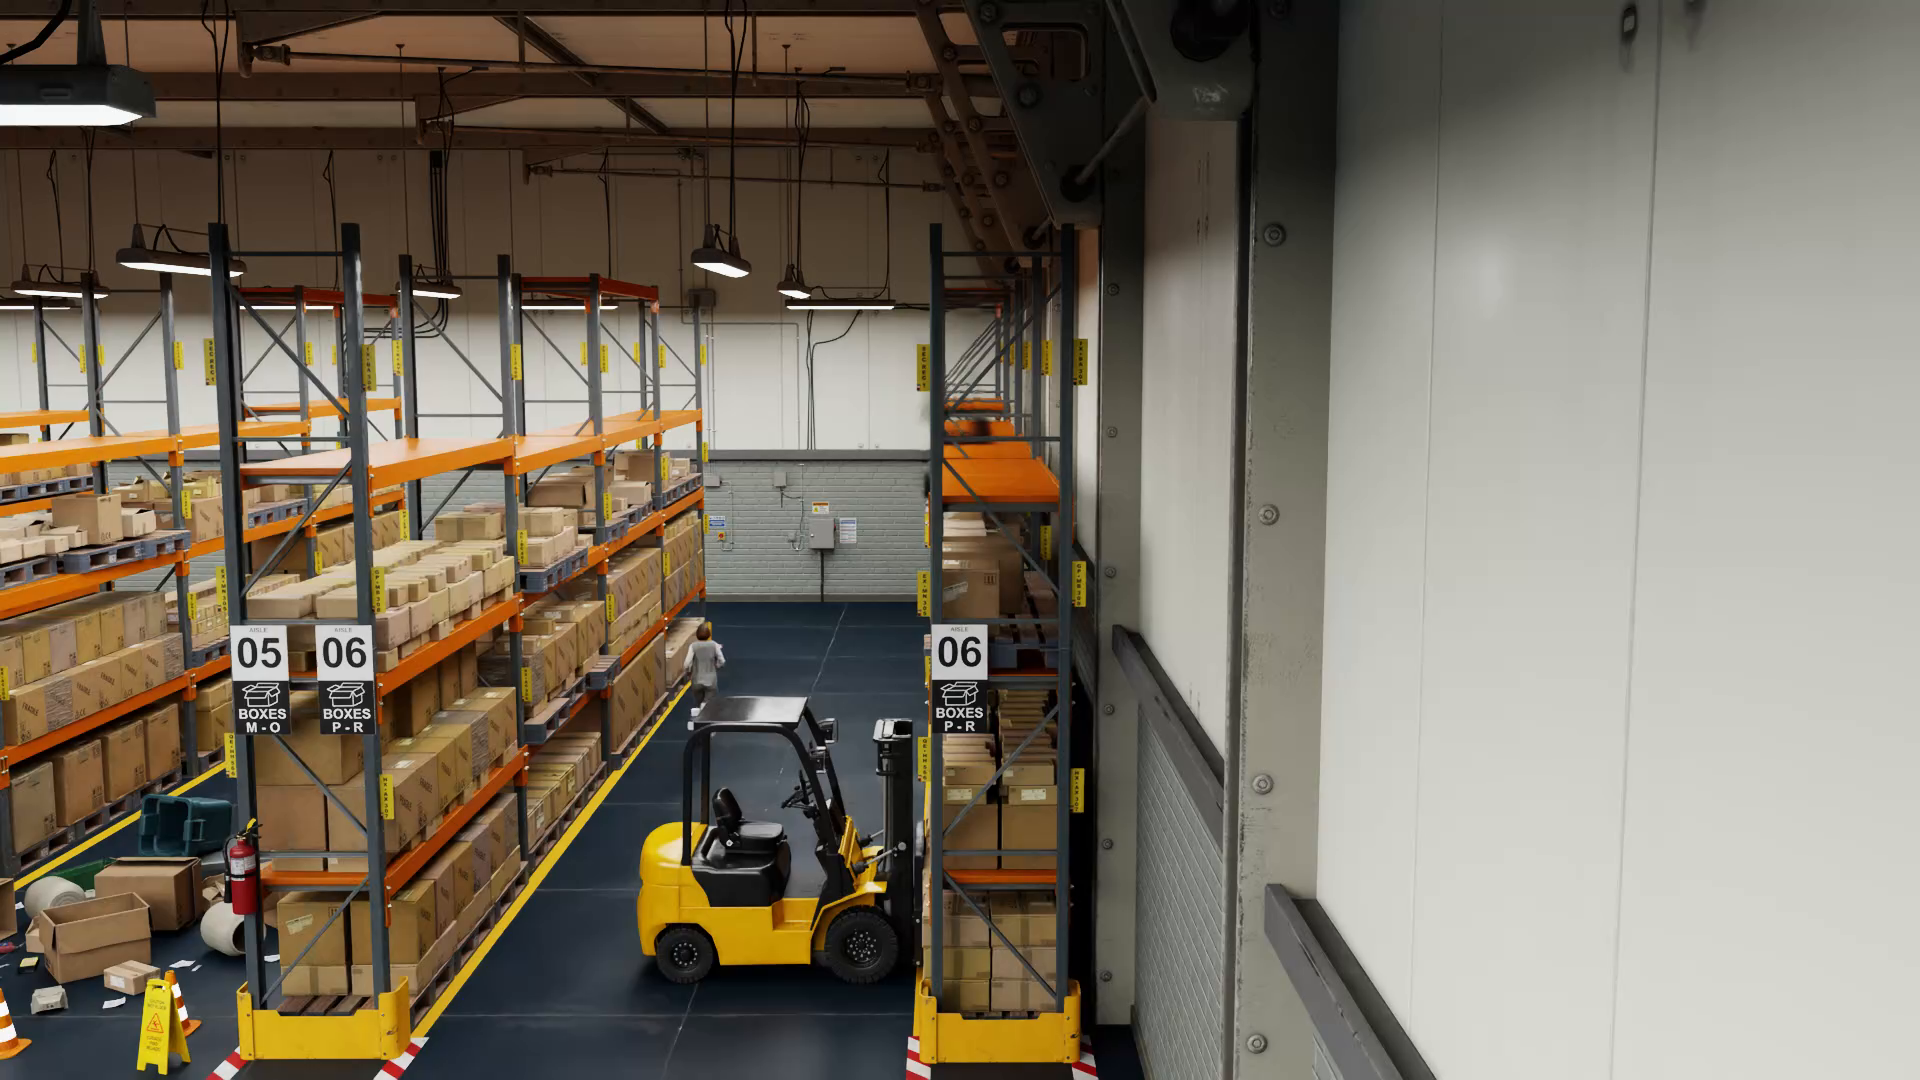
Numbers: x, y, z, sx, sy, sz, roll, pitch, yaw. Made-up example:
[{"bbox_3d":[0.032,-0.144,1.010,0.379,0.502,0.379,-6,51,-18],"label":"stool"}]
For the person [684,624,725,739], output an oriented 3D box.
[{"bbox_3d":[-3.336,1.865,21.735,0.532,1.555,0.547,-1,7,-12],"label":"person"}]
